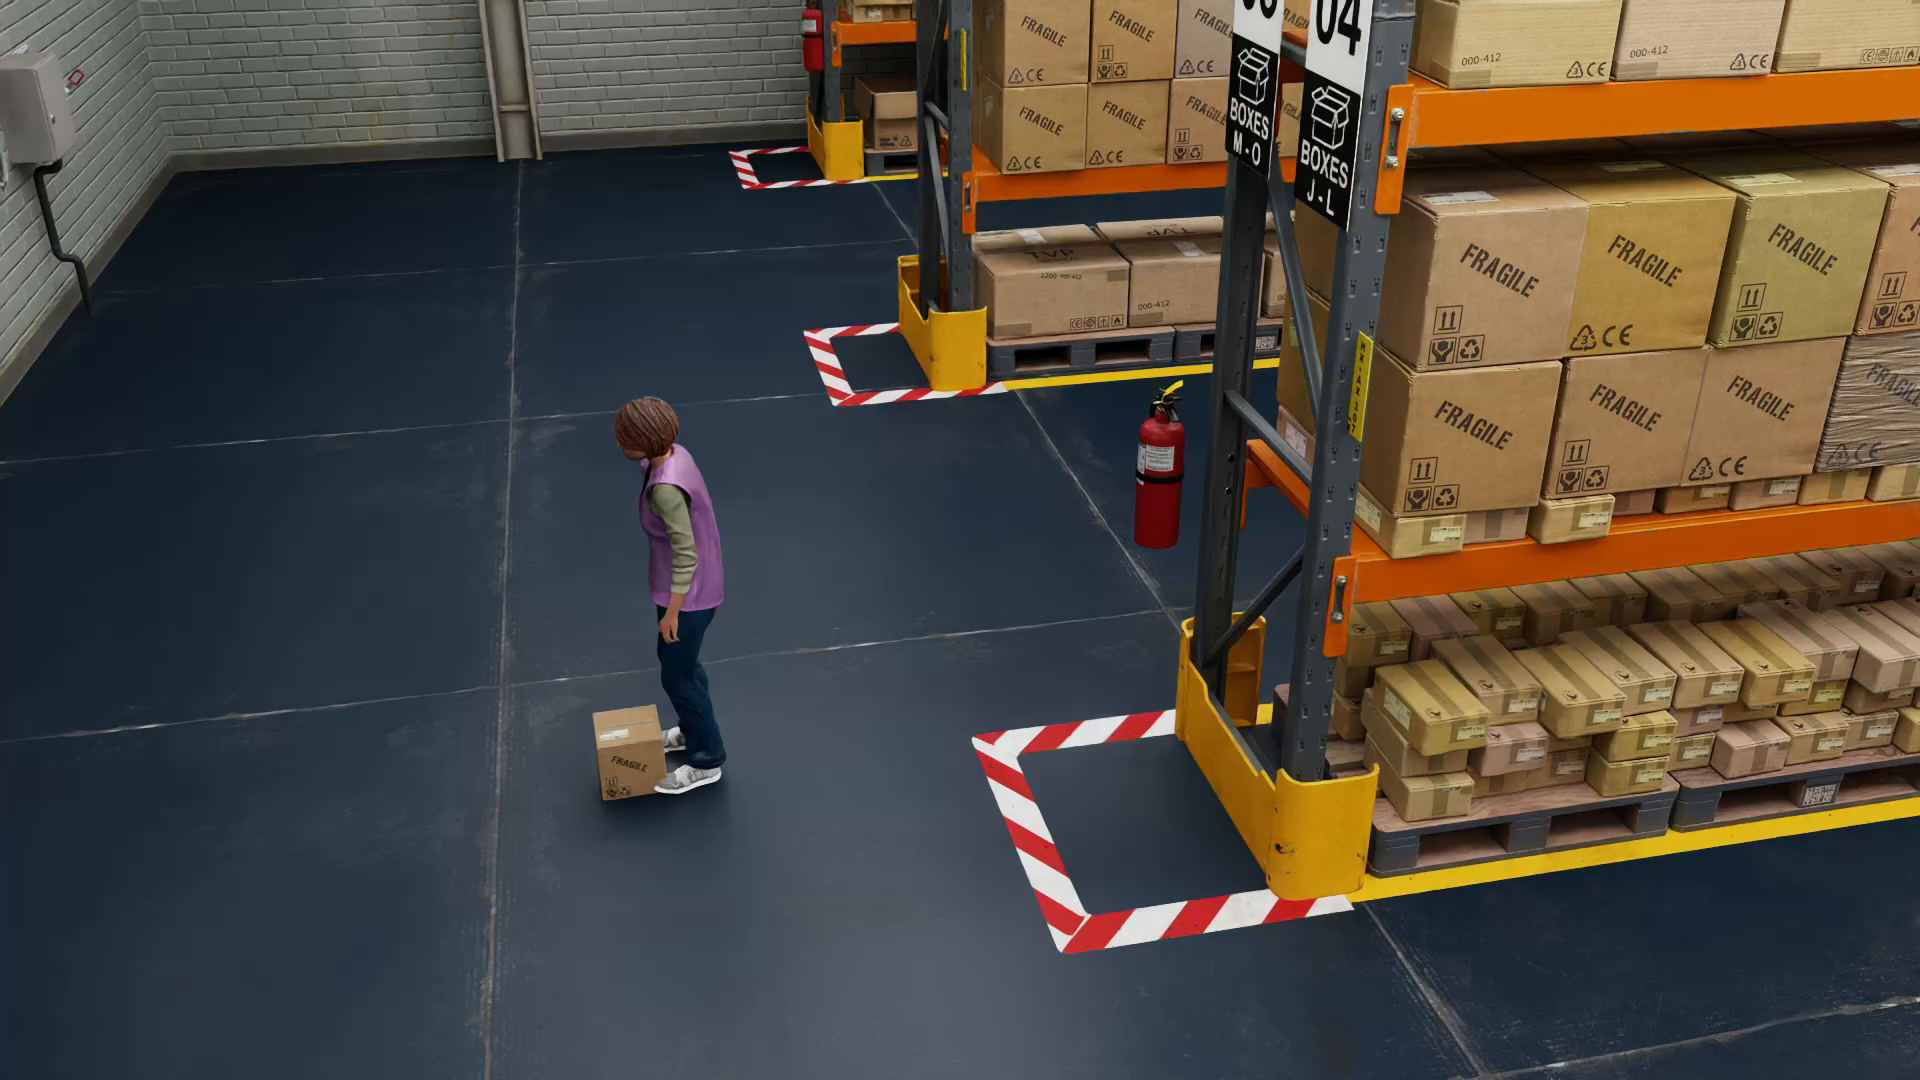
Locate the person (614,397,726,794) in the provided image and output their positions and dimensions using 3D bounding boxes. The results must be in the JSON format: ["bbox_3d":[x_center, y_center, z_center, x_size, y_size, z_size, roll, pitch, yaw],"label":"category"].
[{"bbox_3d":[-1.058,0.201,6.237,0.343,1.593,0.461,-6,28,-11],"label":"person"}]
